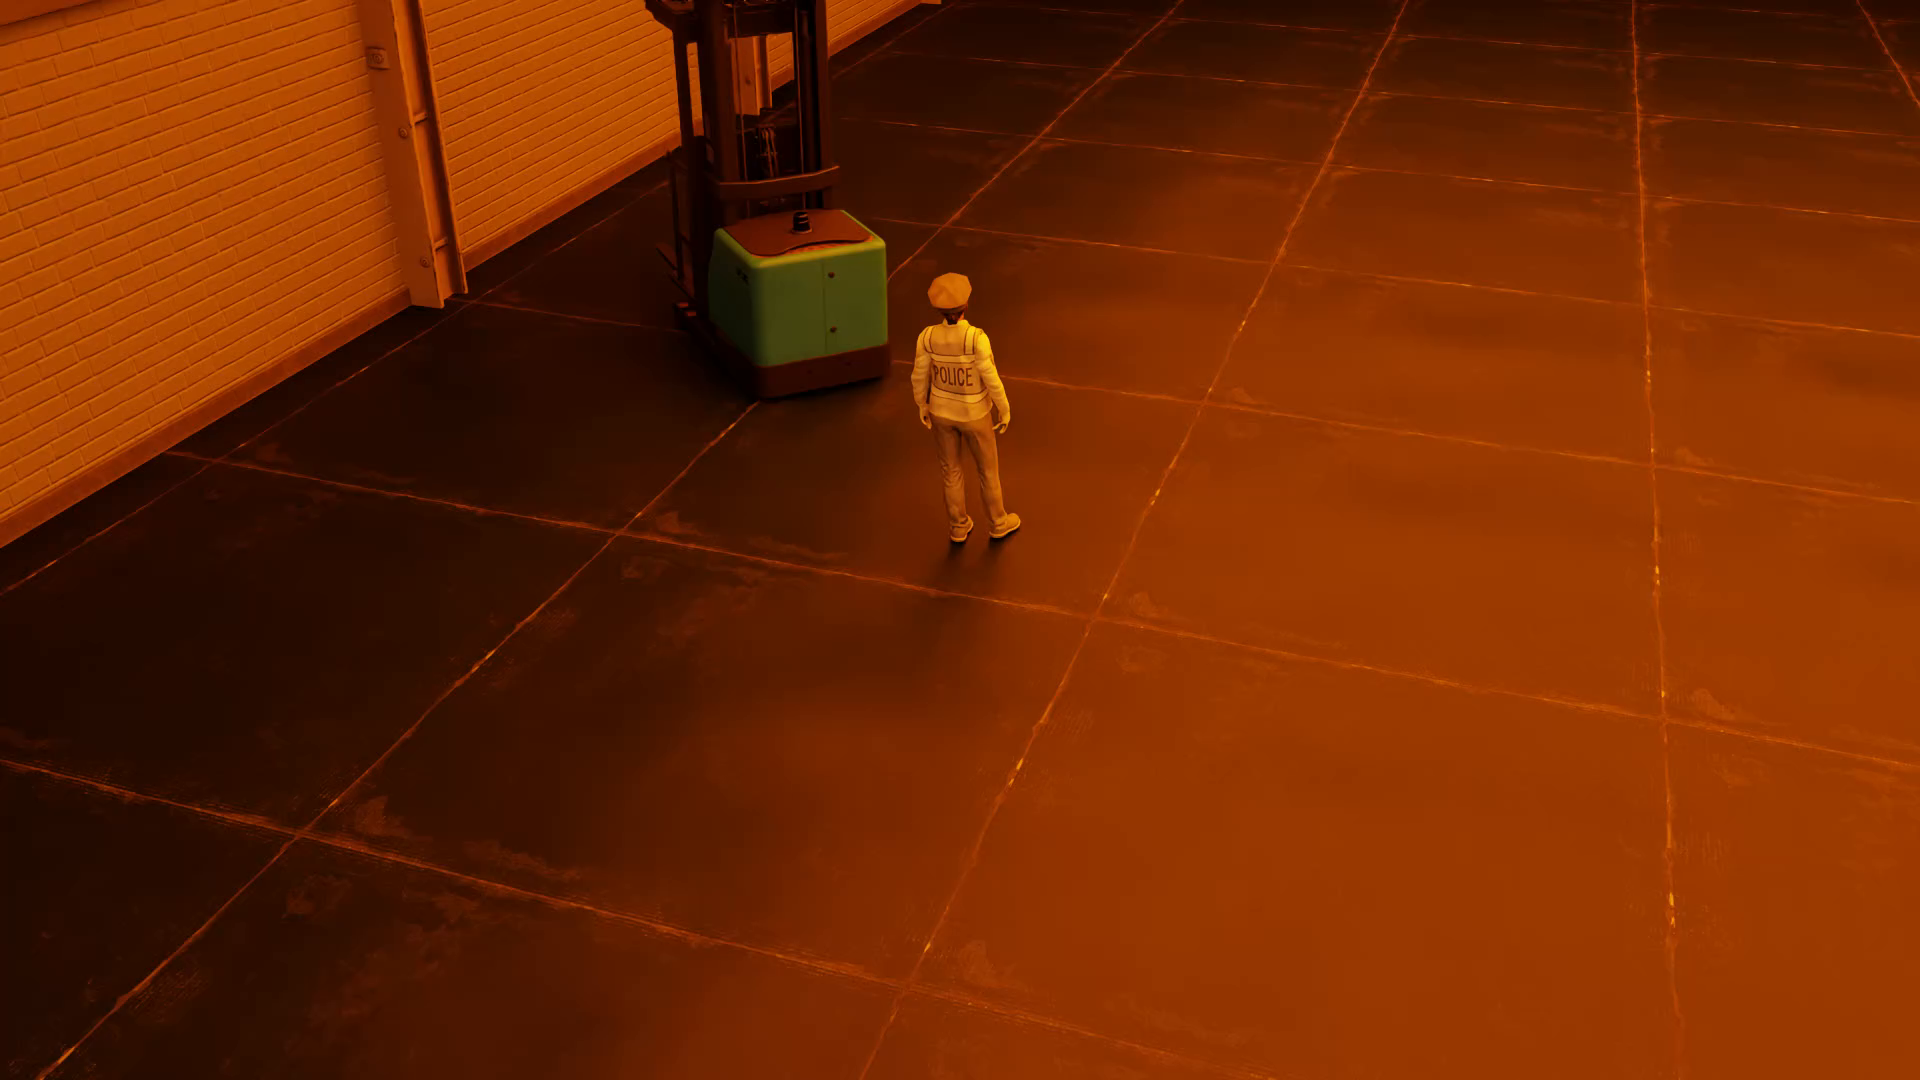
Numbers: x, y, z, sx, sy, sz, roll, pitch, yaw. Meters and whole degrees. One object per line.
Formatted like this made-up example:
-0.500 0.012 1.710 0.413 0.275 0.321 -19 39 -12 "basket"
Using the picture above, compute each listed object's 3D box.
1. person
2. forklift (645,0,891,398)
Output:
0.028 -0.773 9.726 0.587 1.696 0.534 10 31 16 "person"
-1.604 -2.977 12.359 1.130 2.935 3.031 -14 32 -23 "forklift"
